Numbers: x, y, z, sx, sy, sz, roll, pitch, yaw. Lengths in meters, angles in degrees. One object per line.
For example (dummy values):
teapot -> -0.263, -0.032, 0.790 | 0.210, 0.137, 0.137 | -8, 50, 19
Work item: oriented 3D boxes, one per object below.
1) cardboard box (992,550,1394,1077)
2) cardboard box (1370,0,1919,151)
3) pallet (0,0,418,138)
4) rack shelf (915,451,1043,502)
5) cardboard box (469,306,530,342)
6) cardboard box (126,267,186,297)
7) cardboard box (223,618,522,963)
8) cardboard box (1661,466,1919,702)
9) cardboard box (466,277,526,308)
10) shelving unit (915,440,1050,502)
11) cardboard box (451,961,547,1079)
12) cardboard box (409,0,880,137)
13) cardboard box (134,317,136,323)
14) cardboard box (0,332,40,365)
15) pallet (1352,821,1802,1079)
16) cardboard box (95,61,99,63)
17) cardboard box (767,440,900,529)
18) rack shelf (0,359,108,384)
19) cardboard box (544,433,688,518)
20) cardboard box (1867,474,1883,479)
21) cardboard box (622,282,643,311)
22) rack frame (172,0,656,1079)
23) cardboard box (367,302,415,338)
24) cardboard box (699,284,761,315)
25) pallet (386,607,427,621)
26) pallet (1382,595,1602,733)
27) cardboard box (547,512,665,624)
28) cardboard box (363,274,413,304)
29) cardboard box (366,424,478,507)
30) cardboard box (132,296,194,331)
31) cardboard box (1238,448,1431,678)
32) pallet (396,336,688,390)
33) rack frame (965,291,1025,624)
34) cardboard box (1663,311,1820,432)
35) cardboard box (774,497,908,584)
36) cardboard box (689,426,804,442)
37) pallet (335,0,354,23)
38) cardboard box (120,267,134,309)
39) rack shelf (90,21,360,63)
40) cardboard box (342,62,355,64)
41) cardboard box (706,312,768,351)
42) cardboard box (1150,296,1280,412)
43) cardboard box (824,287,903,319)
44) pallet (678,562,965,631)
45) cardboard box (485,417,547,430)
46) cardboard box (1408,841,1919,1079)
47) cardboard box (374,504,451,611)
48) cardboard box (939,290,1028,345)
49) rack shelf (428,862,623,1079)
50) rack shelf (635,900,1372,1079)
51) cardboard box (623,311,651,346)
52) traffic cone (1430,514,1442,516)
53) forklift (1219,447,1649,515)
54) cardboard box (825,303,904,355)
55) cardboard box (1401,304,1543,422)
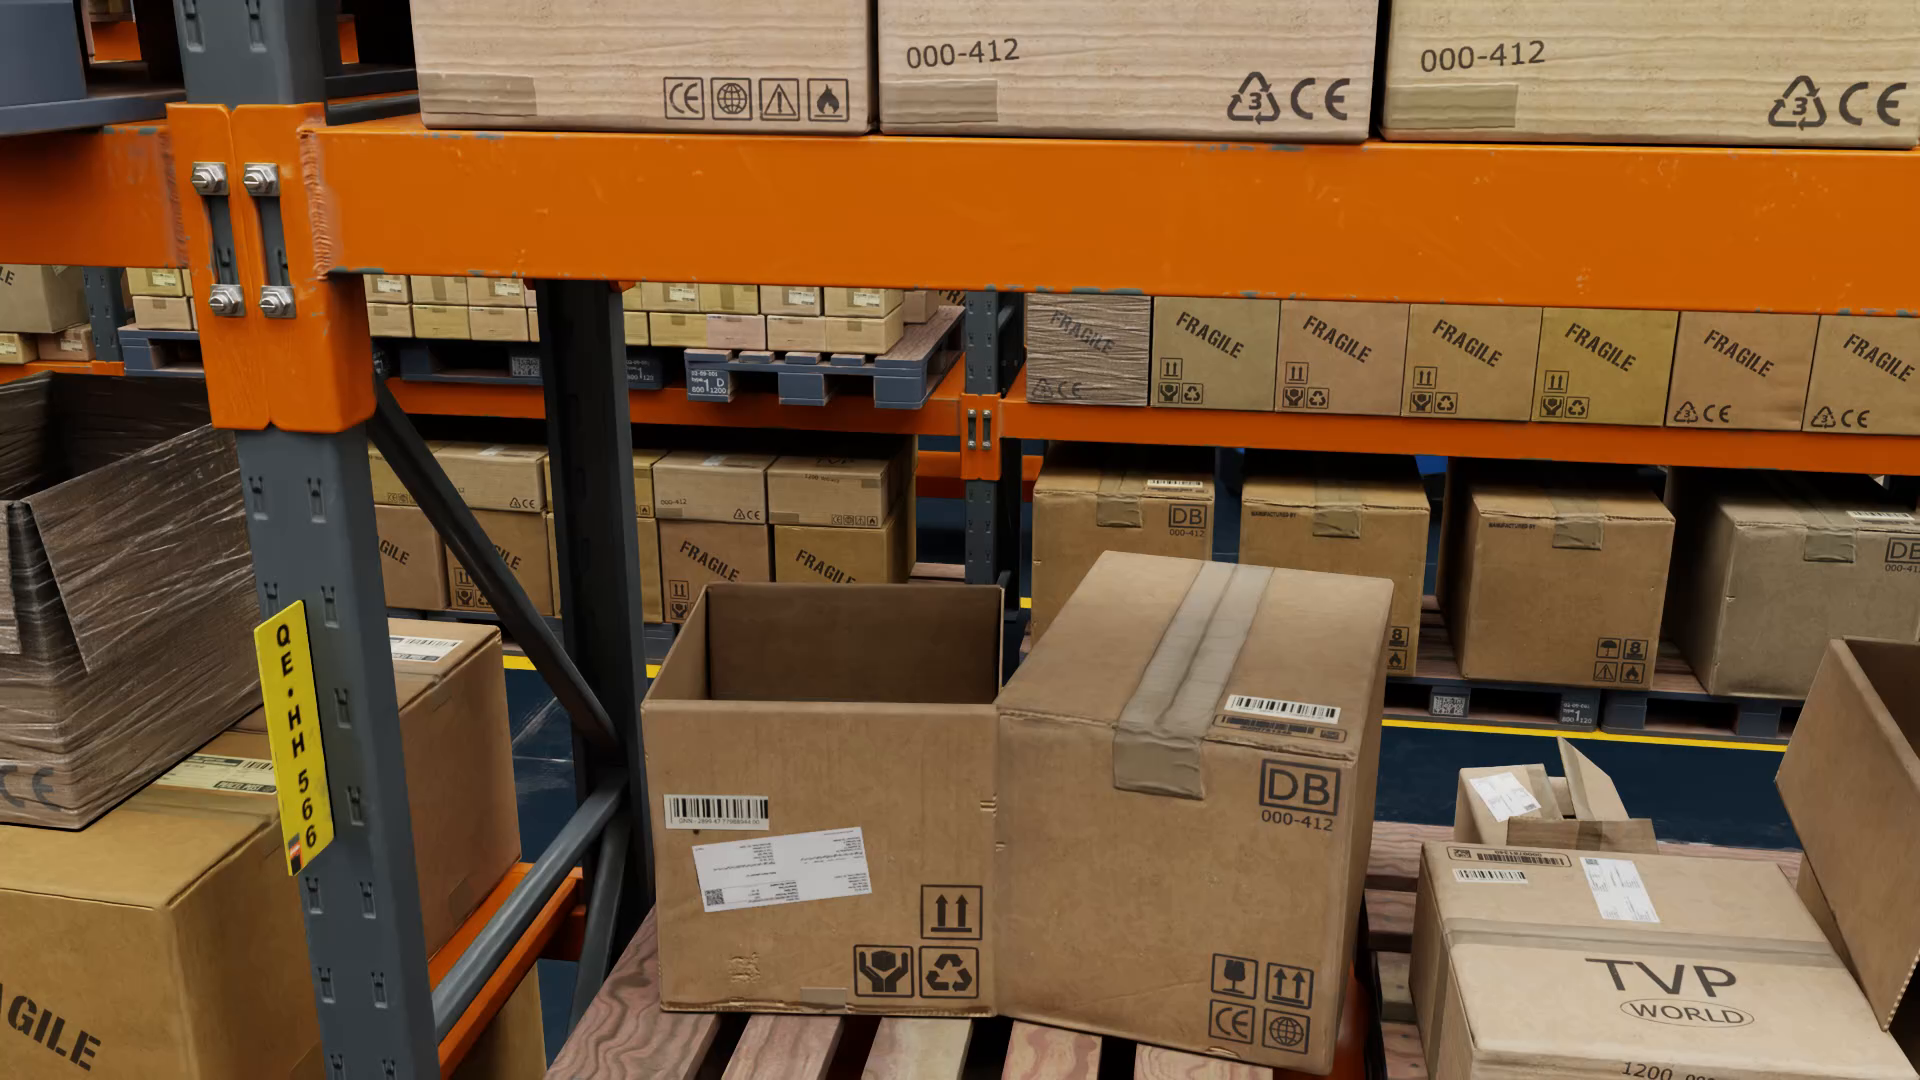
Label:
cardboard box -> 0.382, 0.382, 2.613 | 0.500, 0.500, 0.700 | 6, 19, 17
cardboard box -> 0.715, -0.582, 1.823 | 0.500, 0.250, 0.500 | 3, 19, 10
pallet -> -1.369, -0.731, 2.331 | 1.003, 0.211, 1.213 | 4, 19, 11
rack shelf -> -0.007, -0.302, 9.203 | 1.000, 0.278, 0.538 | 3, 19, 9
cardboard box -> -1.933, -0.971, 7.212 | 0.250, 0.149, 0.380 | 2, 19, 6
cardboard box -> -3.471, -1.190, 7.397 | 0.250, 0.149, 0.380 | 3, 19, 10
cardboard box -> -1.161, 0.460, 3.042 | 0.500, 0.500, 0.500 | 3, 19, 10
cardboard box -> 3.484, 0.135, 7.057 | 0.750, 0.750, 1.050 | 3, 19, 8
cardboard box -> -1.927, -1.112, 7.163 | 0.250, 0.149, 0.380 | 3, 19, 8
shelving unit -> -0.007, -0.534, 9.126 | 1.048, 1.125, 0.538 | 3, 19, 9
cardboard box -> -1.402, 1.385, 3.124 | 0.875, 0.875, 1.225 | 2, 19, 6
cardboard box -> -0.301, -0.630, 1.969 | 0.500, 0.250, 0.500 | 3, 19, 10
cardboard box -> -4.015, -1.130, 8.349 | 0.250, 0.149, 0.380 | 4, 19, 11
cardboard box -> -4.378, -0.933, 7.761 | 0.250, 0.149, 0.380 | 2, 19, 7
pallet -> 1.237, 0.795, 2.501 | 1.213, 0.211, 1.003 | 3, 19, 9
cardboard box -> -6.475, -3.623, 12.649 | 0.250, 0.149, 0.380 | 3, 19, 10
cardboard box -> -0.555, -0.253, 7.427 | 0.500, 0.250, 0.500 | 2, 19, 7
rack shelf -> -5.762, -0.892, 8.376 | 4.000, 0.370, 1.077 | 3, 19, 9
cardboard box -> -1.554, -0.305, 7.584 | 0.500, 0.250, 0.500 | 3, 19, 10
cardboard box -> 5.639, -0.621, 10.368 | 0.500, 0.500, 0.500 | -15, 24, -38
cardboard box -> -1.414, -1.086, 7.086 | 0.250, 0.149, 0.380 | 3, 19, 8
rack frame -> -0.724, 0.617, 2.733 | 0.053, 2.616, 0.949 | 3, 19, 9
cardboard box -> -2.451, -0.997, 7.290 | 0.250, 0.149, 0.380 | 2, 19, 6
cardboard box -> -0.922, -1.060, 7.009 | 0.250, 0.149, 0.380 | 3, 19, 10
pallet -> -3.018, 0.229, 8.287 | 1.213, 0.211, 1.003 | 3, 19, 9
pallet -> 2.130, 0.517, 7.427 | 1.213, 0.211, 1.003 | 3, 19, 9
cardboard box -> -1.566, 0.055, 7.689 | 0.500, 0.500, 0.500 | 2, 19, 6
cardboard box -> -2.437, -1.139, 7.244 | 0.250, 0.149, 0.380 | 4, 19, 11
cardboard box -> -2.573, -0.356, 7.735 | 0.500, 0.250, 0.500 | 3, 19, 10
cardboard box -> -3.471, -1.049, 7.444 | 0.250, 0.149, 0.380 | 2, 19, 6
cardboard box -> 1.613, 0.038, 7.345 | 0.750, 0.750, 1.050 | 3, 19, 9
pallet -> -1.799, -0.927, 7.649 | 1.213, 0.211, 1.003 | 3, 19, 9
rack frame -> 0.162, -0.931, 7.359 | 0.127, 3.000, 1.000 | 3, 19, 9
cardboard box -> 3.055, -0.745, 6.646 | 0.500, 0.500, 0.500 | 3, 19, 8
cardboard box -> -0.529, 0.104, 7.543 | 0.500, 0.500, 0.500 | 3, 19, 8
cardboard box -> -0.981, -0.437, 7.977 | 0.500, 0.250, 0.500 | 3, 19, 8
pallet -> -2.170, -2.350, 7.169 | 1.003, 0.211, 1.213 | 3, 19, 9
cardboard box -> -4.236, -1.425, 8.208 | 0.500, 0.500, 0.500 | 3, 19, 8
rack shelf -> -1.813, -2.113, 7.298 | 4.000, 0.370, 1.077 | 3, 19, 9
cardboard box -> -4.450, -3.505, 12.295 | 0.250, 0.149, 0.380 | 3, 19, 8
cardboard box -> -0.897, -0.918, 7.053 | 0.250, 0.149, 0.380 | 3, 19, 10
cardboard box -> 1.065, -0.847, 6.949 | 0.500, 0.500, 0.500 | 3, 19, 8
cardboard box -> -0.398, -1.035, 6.933 | 0.250, 0.149, 0.380 | 3, 19, 10
pallet -> -0.609, 0.351, 7.920 | 1.213, 0.211, 1.003 | 3, 19, 9
cardboard box -> -1.982, -0.491, 8.140 | 0.500, 0.250, 0.500 | 2, 19, 6
cardboard box -> 0.894, 0.646, 2.220 | 0.500, 0.250, 0.500 | 2, 19, 7
cardboard box -> -2.577, 0.000, 7.853 | 0.500, 0.500, 0.500 | 4, 19, 11
cardboard box -> 0.179, -1.739, 12.461 | 0.875, 0.875, 0.875 | 3, 19, 8
rack shelf -> -2.699, 0.858, 3.145 | 4.000, 0.370, 1.077 | 3, 19, 9
rack shelf -> 1.250, 1.059, 2.543 | 4.000, 0.370, 1.077 | 3, 19, 9
cardboard box -> -1.408, -0.945, 7.133 | 0.250, 0.149, 0.380 | 2, 19, 6
traffic cone -> 2.906, -0.408, 9.793 | 0.334, 0.463, 0.336 | 3, 19, 9
forklift -> 3.163, -1.684, 9.718 | 3.031, 2.935, 1.130 | -5, 19, -15
cardboard box -> -0.398, -0.892, 6.976 | 0.250, 0.149, 0.380 | 3, 19, 10
cardboard box -> 2.054, -0.795, 6.796 | 0.500, 0.500, 0.500 | 3, 19, 8
